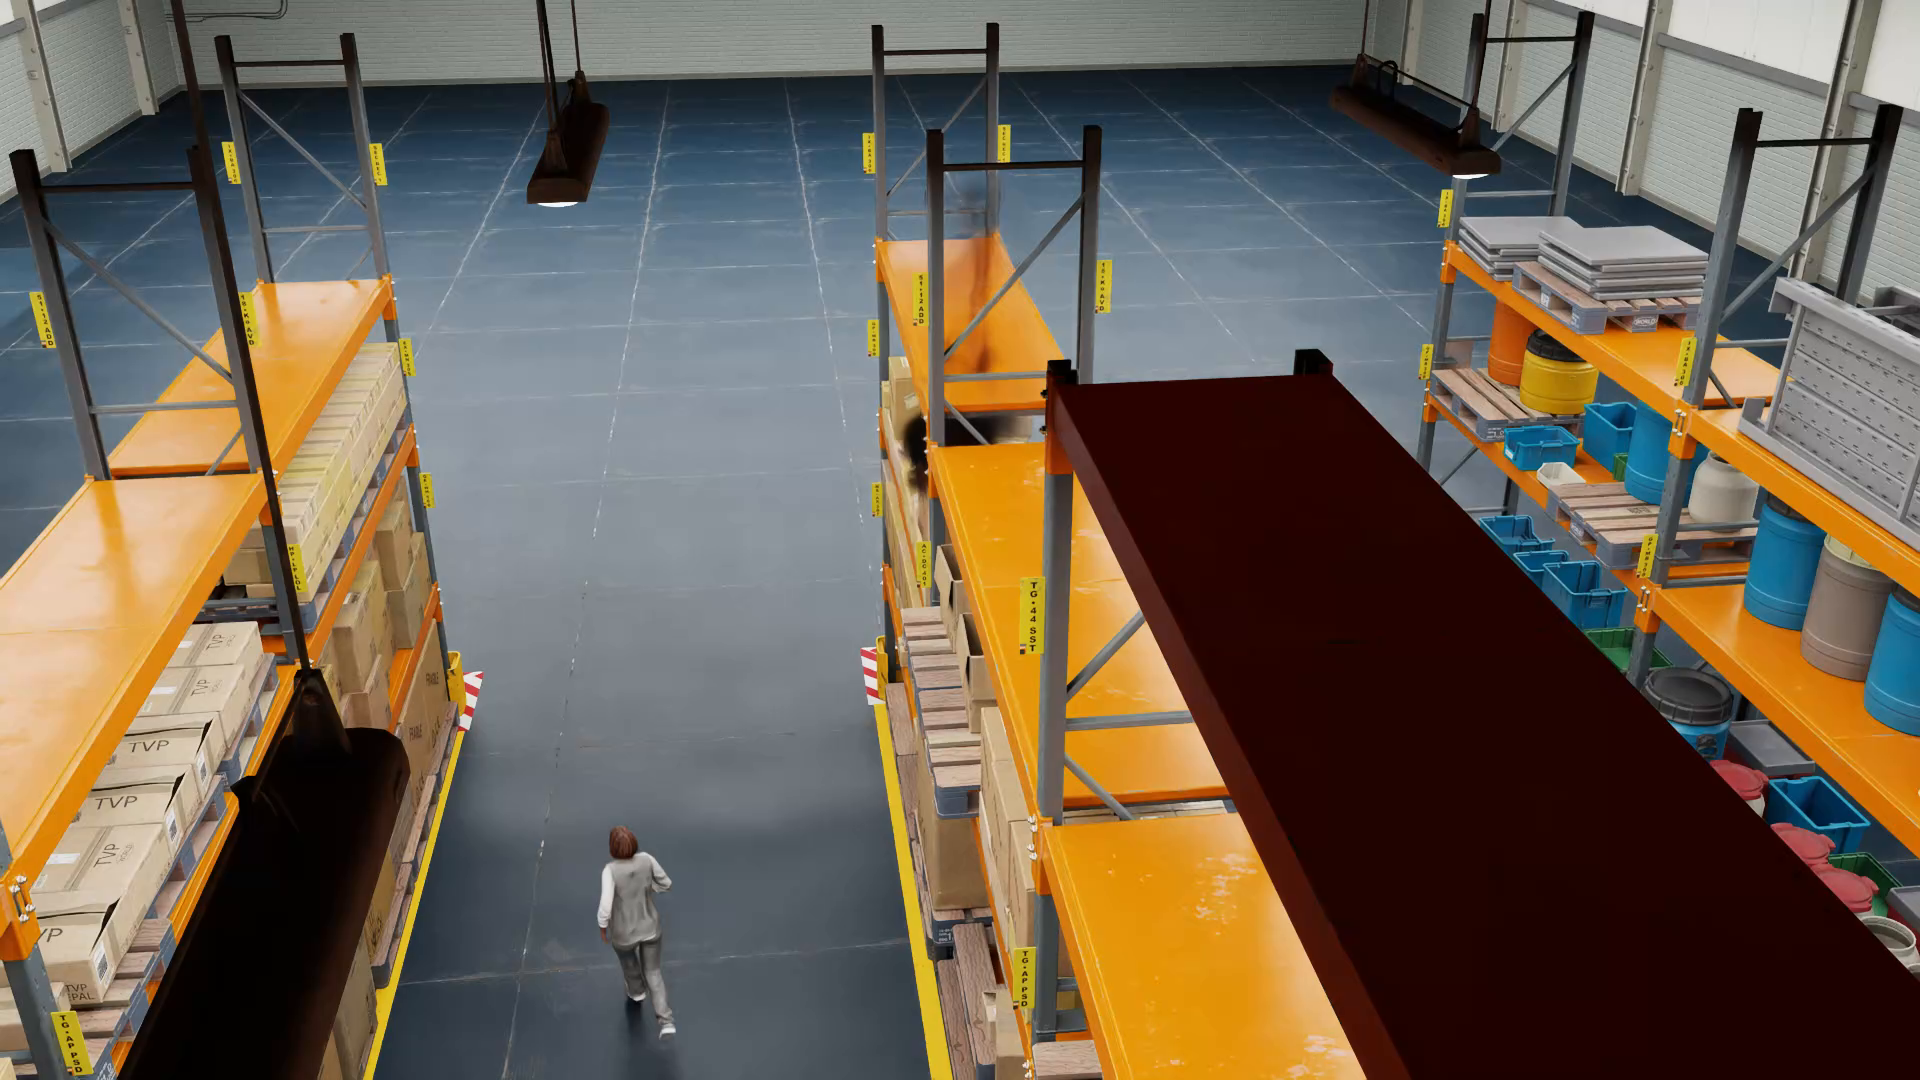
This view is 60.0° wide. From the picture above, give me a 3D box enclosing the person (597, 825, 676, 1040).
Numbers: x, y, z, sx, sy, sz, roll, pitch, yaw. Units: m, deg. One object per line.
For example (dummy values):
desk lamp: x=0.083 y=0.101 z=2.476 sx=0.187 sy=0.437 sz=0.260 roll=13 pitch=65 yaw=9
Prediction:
person: x=-2.154 y=2.645 z=11.128 sx=0.564 sy=1.584 sz=0.921 roll=-14 pitch=29 yaw=-27
